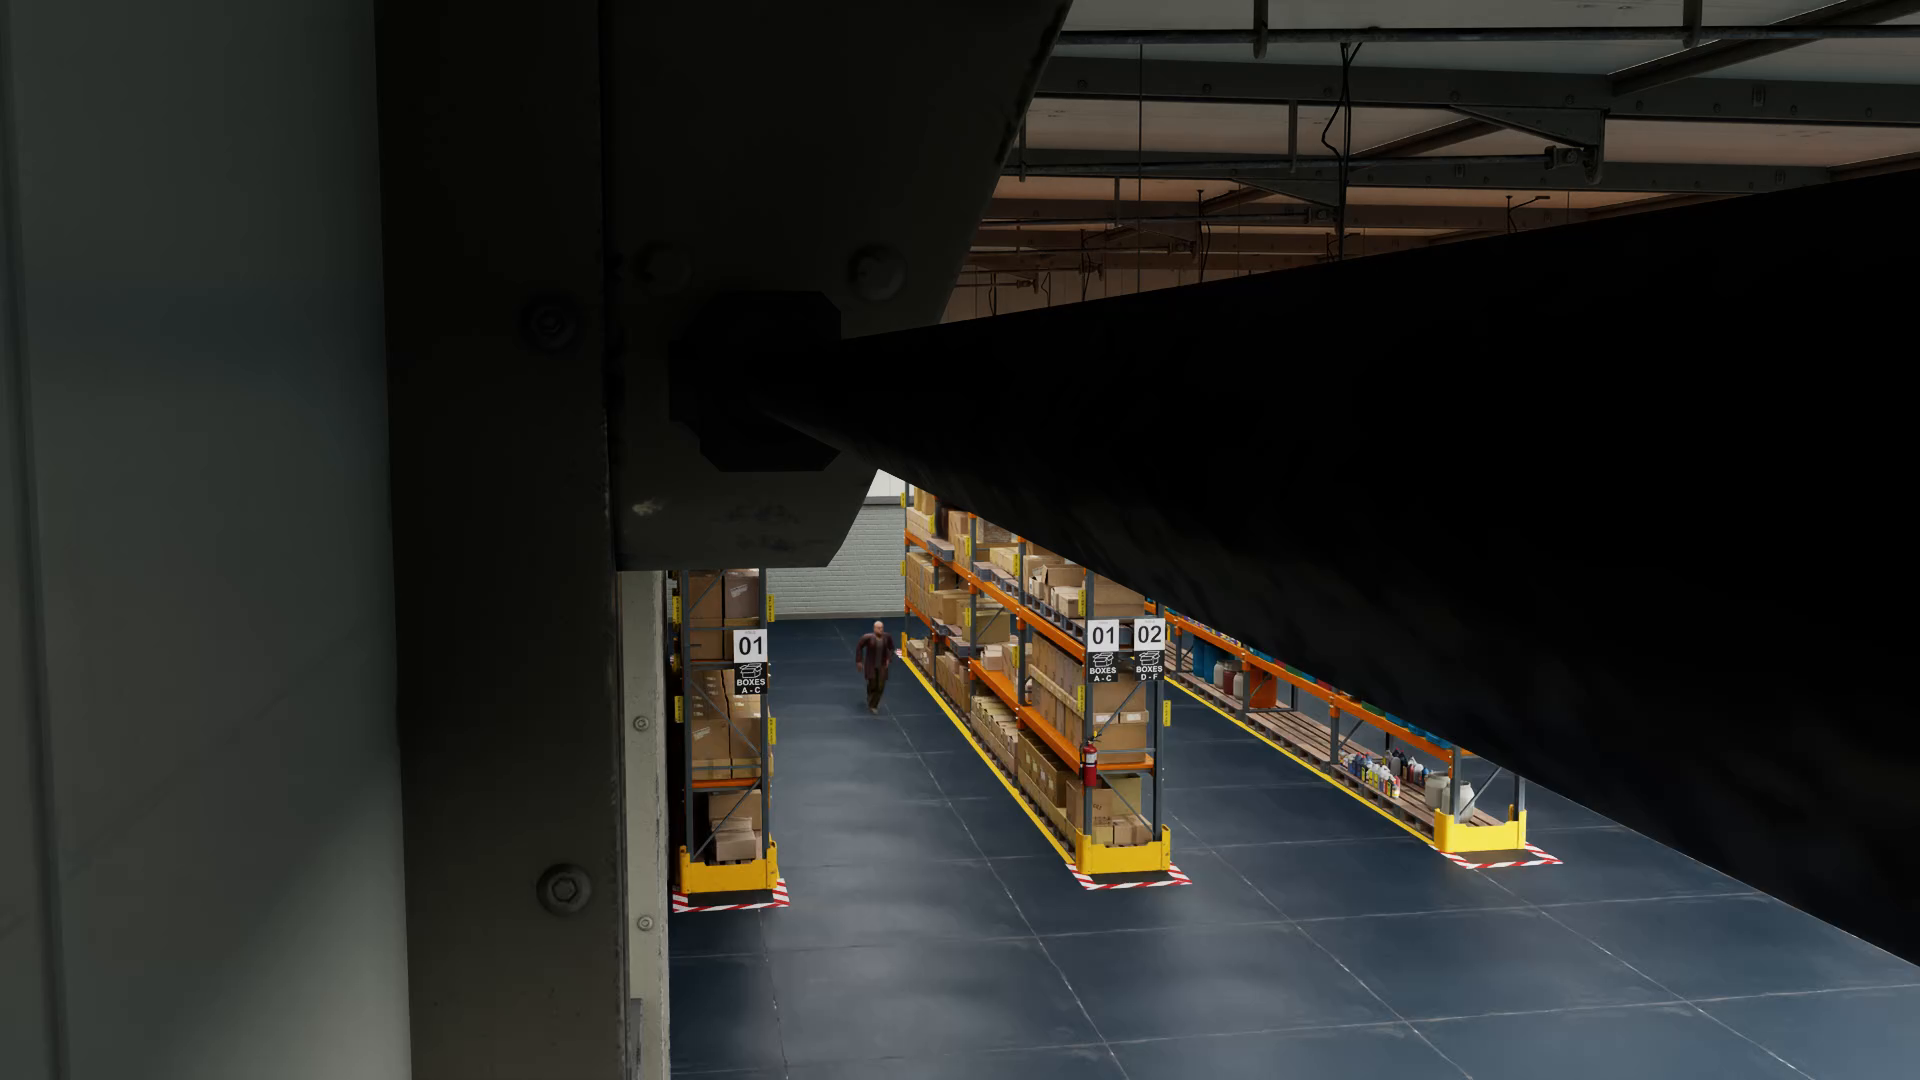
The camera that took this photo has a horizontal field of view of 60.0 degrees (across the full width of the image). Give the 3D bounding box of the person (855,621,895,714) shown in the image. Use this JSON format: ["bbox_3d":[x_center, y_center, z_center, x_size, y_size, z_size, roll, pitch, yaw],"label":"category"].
[{"bbox_3d":[-1.562,2.318,30.557,0.717,1.714,0.708,-2,6,-21],"label":"person"}]
